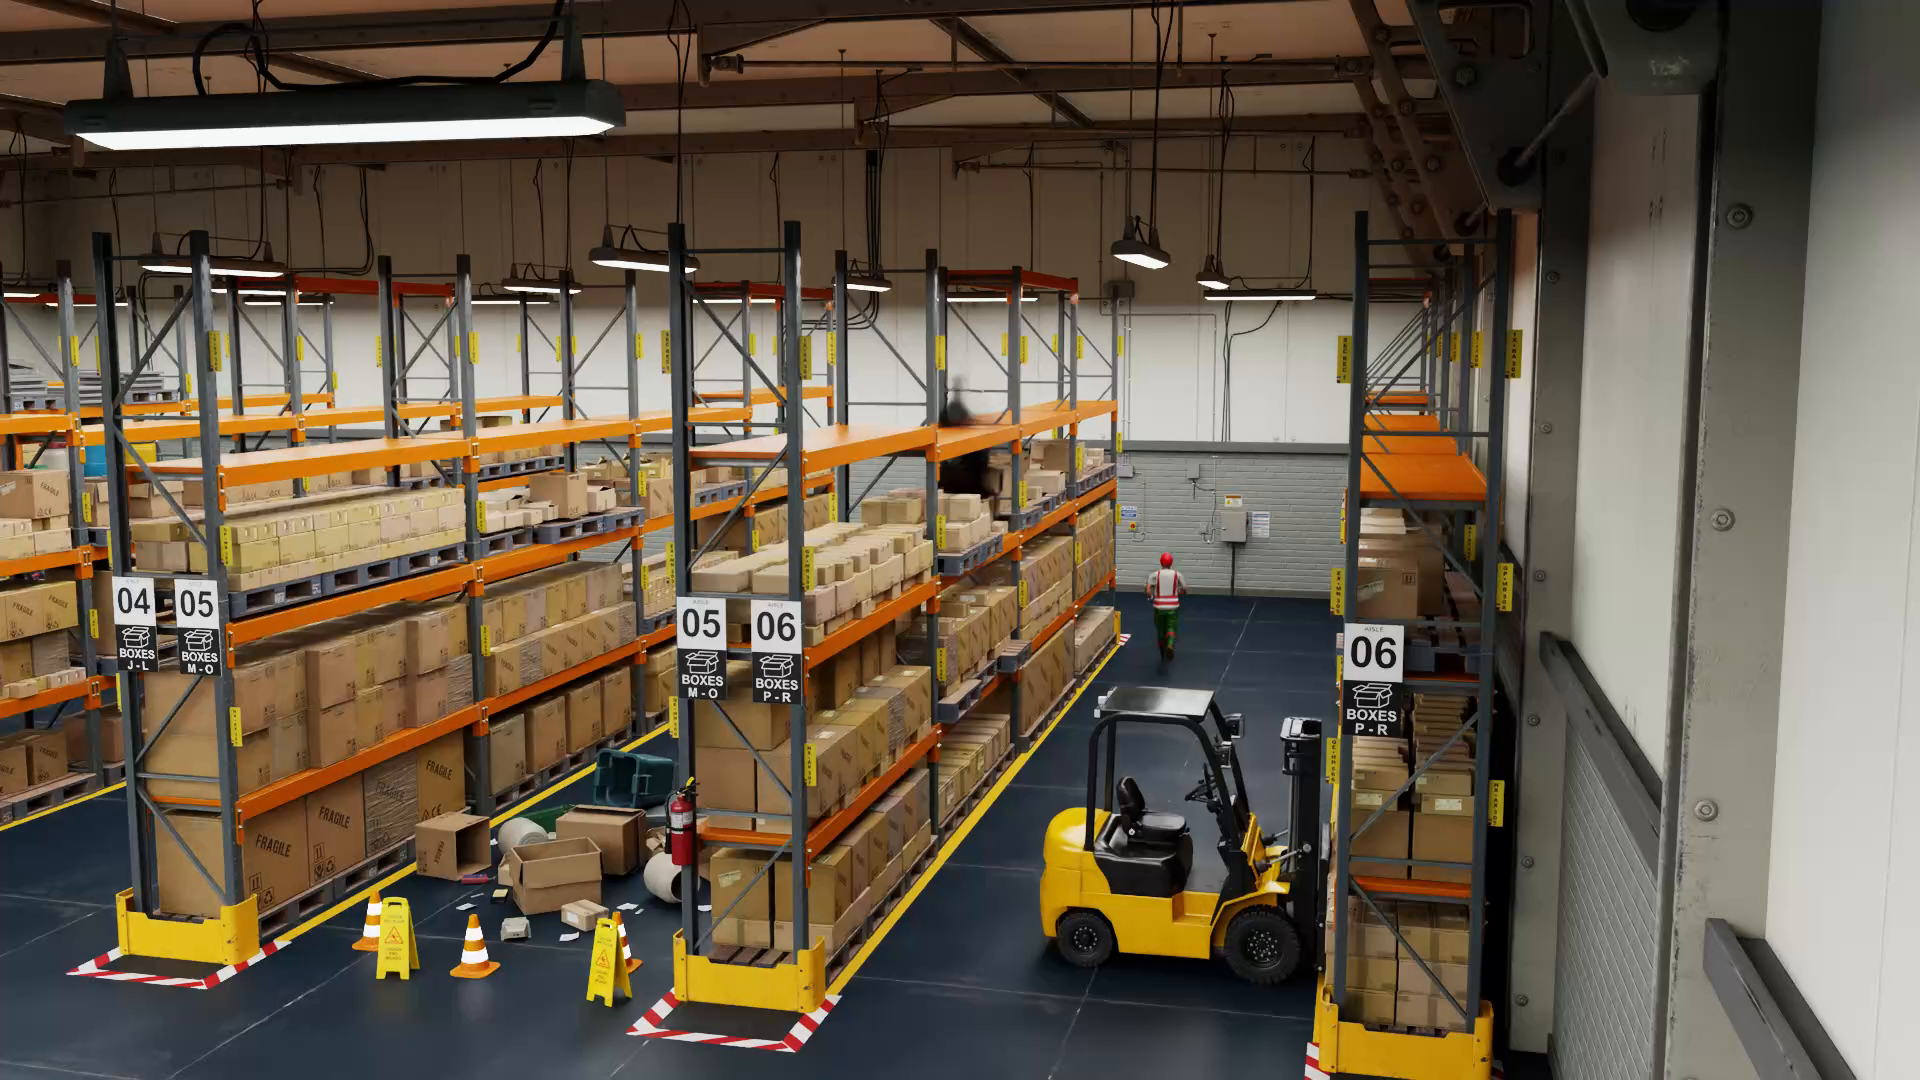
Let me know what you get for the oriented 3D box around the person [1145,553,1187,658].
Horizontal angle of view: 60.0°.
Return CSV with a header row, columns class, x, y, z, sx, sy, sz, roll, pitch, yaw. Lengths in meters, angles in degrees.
class,x,y,z,sx,sy,sz,roll,pitch,yaw
person,3.247,1.056,26.197,0.639,1.717,0.780,1,7,6
